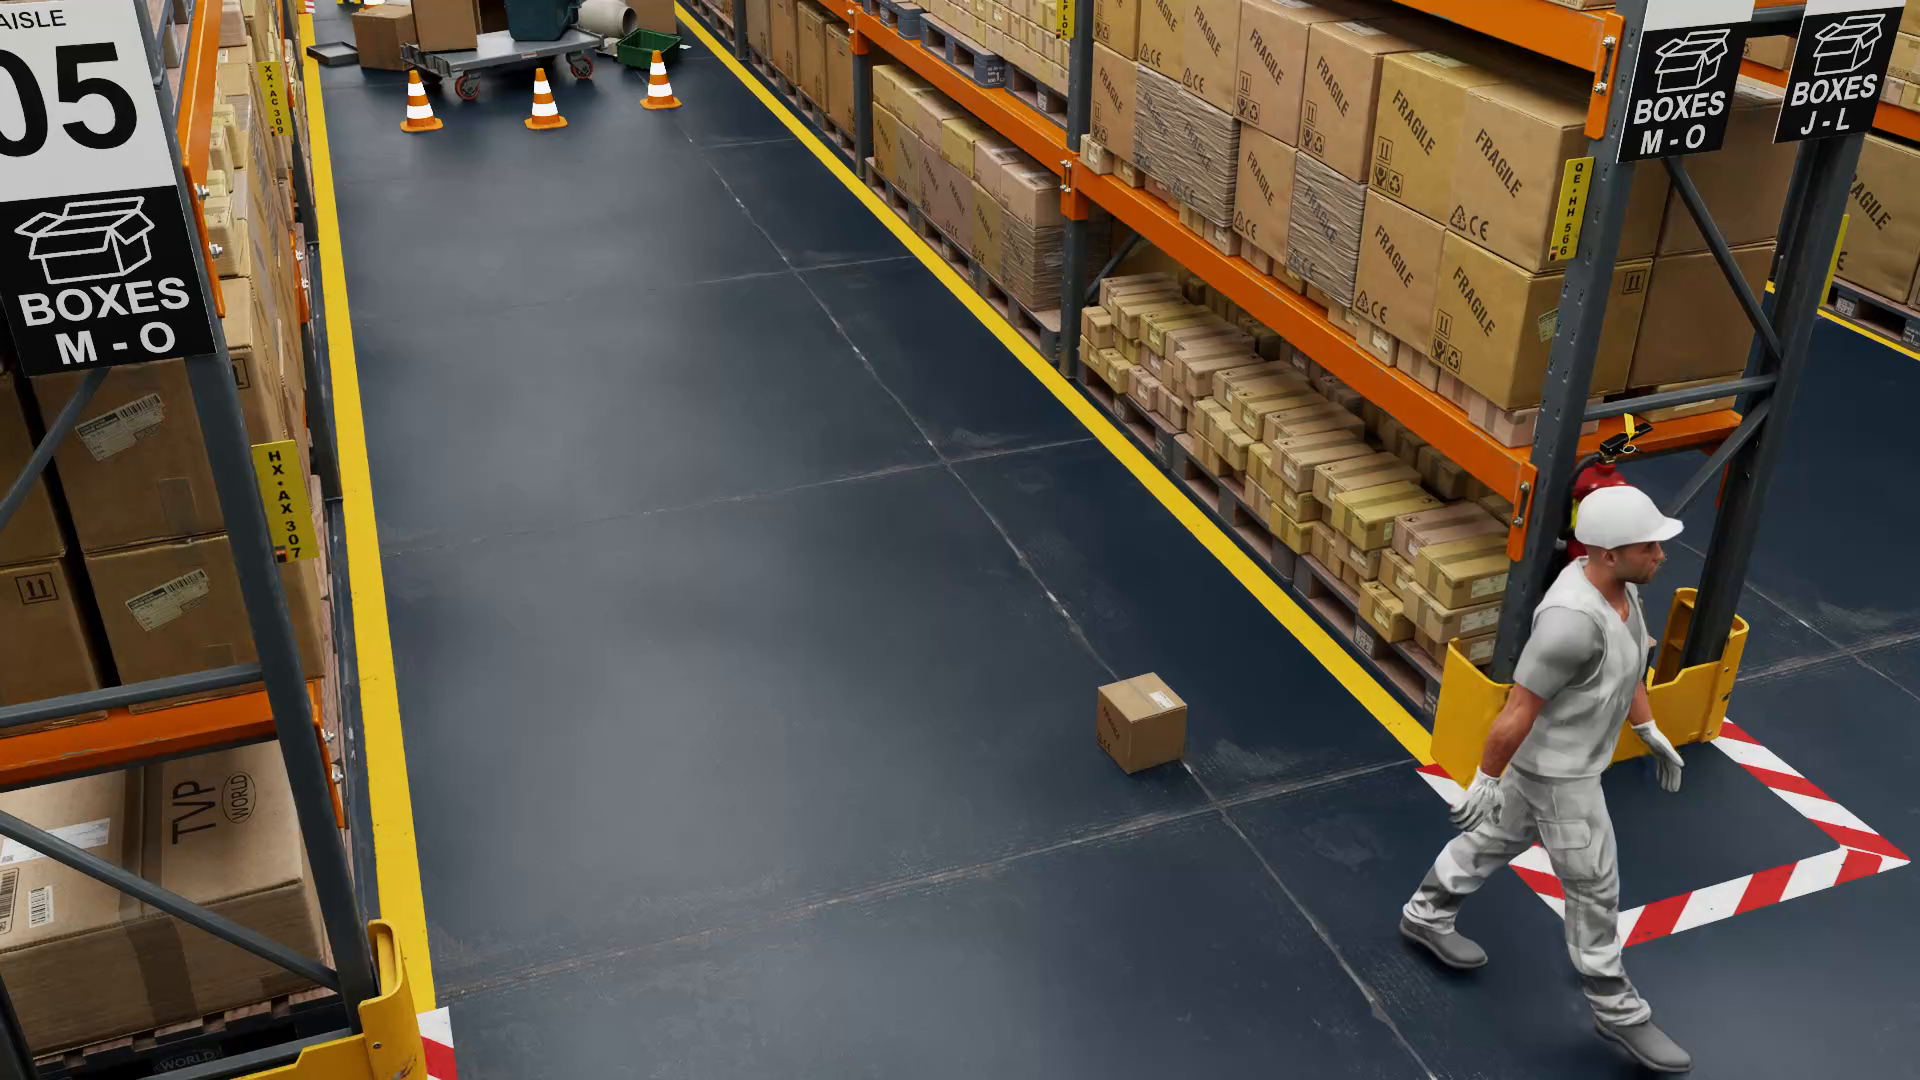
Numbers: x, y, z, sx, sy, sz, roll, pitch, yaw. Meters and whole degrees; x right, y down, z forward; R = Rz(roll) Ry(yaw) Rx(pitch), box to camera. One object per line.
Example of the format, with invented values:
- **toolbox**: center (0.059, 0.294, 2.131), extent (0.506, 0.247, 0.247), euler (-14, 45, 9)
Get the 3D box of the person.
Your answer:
- **person**: center (1.859, 0.668, 4.882), extent (0.948, 1.745, 0.637), euler (17, 34, 27)
